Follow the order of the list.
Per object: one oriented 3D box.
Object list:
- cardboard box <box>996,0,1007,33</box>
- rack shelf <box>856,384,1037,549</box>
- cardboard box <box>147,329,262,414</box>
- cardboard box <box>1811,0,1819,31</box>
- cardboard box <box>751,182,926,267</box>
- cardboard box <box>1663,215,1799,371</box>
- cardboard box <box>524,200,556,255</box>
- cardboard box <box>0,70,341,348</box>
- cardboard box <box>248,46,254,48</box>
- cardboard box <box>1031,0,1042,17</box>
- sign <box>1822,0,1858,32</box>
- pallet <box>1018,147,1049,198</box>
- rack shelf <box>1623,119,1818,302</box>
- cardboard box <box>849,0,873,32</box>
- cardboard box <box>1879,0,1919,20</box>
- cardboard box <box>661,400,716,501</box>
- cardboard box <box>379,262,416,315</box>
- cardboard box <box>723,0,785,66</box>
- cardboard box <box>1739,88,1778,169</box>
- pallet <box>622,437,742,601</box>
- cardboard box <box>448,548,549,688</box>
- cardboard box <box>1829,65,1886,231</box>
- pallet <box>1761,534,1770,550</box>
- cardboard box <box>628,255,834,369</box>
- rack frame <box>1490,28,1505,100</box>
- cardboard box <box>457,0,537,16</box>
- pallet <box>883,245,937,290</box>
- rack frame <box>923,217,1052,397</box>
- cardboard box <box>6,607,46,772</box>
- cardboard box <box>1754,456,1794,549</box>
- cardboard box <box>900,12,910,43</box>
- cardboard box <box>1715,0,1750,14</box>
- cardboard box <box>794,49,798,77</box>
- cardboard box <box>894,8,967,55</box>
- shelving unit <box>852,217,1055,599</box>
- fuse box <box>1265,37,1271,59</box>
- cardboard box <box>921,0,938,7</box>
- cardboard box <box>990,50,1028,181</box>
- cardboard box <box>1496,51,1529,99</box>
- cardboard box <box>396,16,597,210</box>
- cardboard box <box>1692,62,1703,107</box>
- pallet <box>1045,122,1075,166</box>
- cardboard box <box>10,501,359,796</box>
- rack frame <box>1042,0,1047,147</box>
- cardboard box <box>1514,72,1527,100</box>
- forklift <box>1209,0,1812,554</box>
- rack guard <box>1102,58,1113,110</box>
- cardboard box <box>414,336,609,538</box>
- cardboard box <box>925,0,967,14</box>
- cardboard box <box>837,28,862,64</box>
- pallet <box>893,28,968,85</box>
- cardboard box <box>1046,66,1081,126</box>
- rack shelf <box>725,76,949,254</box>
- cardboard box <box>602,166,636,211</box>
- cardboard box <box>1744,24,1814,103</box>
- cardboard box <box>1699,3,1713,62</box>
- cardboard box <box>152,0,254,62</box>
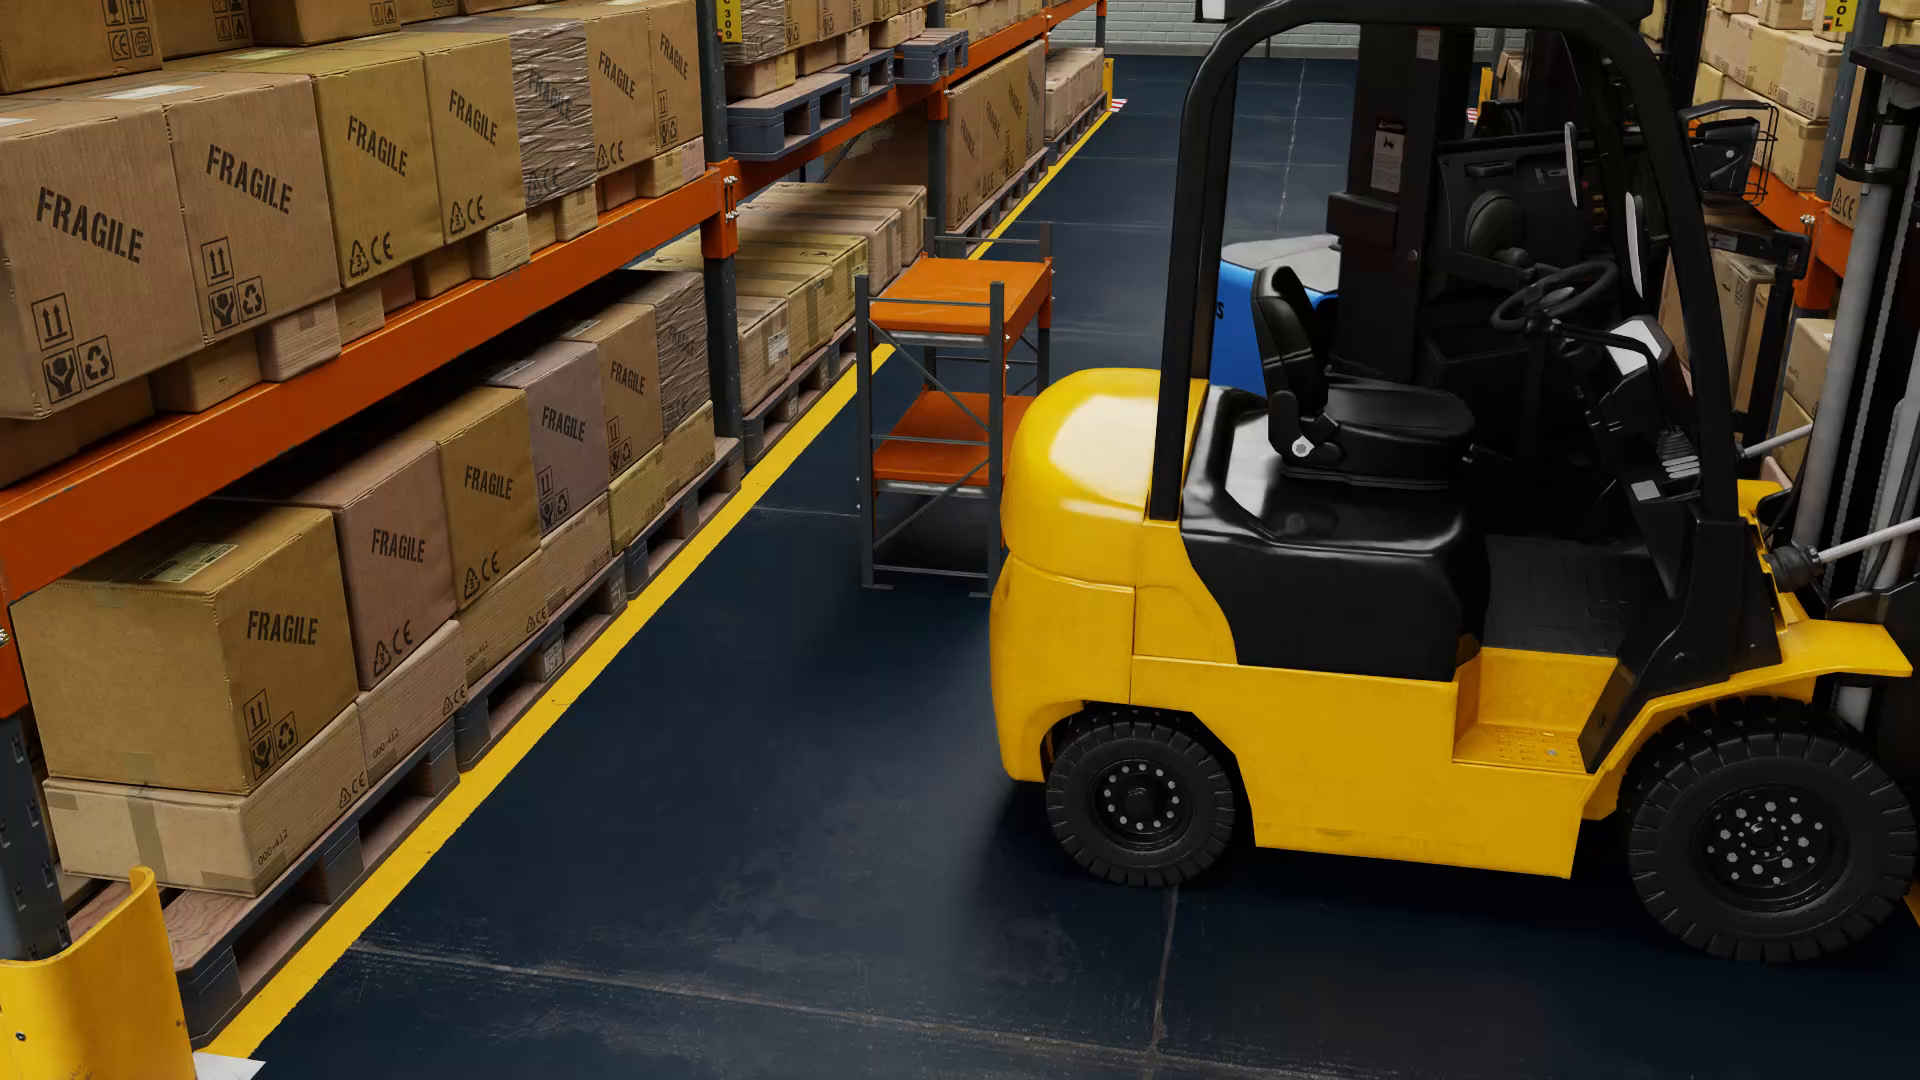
[{"bbox_3d":[0.051,-3.794,11.960,0.500,0.250,0.500,4,22,11],"label":"cardboard box"},{"bbox_3d":[0.001,-0.297,6.241,0.538,0.278,1.000,4,22,11],"label":"rack shelf"},{"bbox_3d":[-1.782,-0.393,3.651,0.380,0.149,0.250,4,22,9],"label":"cardboard box"},{"bbox_3d":[3.440,-1.973,6.236,0.380,0.149,0.250,4,22,11],"label":"cardboard box"},{"bbox_3d":[-0.718,-1.913,10.043,0.950,0.372,0.625,3,22,7],"label":"cardboard box"},{"bbox_3d":[3.864,-1.146,7.801,0.875,0.625,0.625,4,22,9],"label":"cardboard box"},{"bbox_3d":[-1.462,-0.959,5.057,0.380,0.149,0.250,4,22,10],"label":"cardboard box"},{"bbox_3d":[-1.754,-0.743,3.651,0.500,0.500,0.500,5,23,13],"label":"cardboard box"},{"bbox_3d":[-2.050,-1.170,4.712,0.500,0.500,0.500,5,22,12],"label":"cardboard box"},{"bbox_3d":[0.379,-4.353,13.347,0.500,0.250,0.500,4,22,10],"label":"cardboard box"},{"bbox_3d":[2.918,-1.841,5.466,0.100,0.325,0.005,4,22,11],"label":"sign"},{"bbox_3d":[0.140,-3.024,13.580,1.003,0.211,1.213,4,22,11],"label":"pallet"},{"bbox_3d":[3.859,-1.701,7.524,1.077,0.370,4.000,4,22,11],"label":"rack shelf"},{"bbox_3d":[-0.722,-2.760,8.098,0.500,0.500,0.500,4,22,9],"label":"cardboard box"},{"bbox_3d":[3.096,-1.694,5.145,0.380,0.149,0.250,5,22,12],"label":"cardboard box"},{"bbox_3d":[-1.266,-0.362,6.357,0.500,0.250,0.500,5,23,13],"label":"cardboard box"},{"bbox_3d":[-1.670,-0.681,4.365,0.380,0.149,0.250,5,23,13],"label":"cardboard box"},{"bbox_3d":[-1.032,-2.209,6.728,0.500,0.500,0.500,5,22,12],"label":"cardboard box"},{"bbox_3d":[3.395,-1.622,6.566,0.500,0.250,0.500,4,22,11],"label":"cardboard box"},{"bbox_3d":[-1.511,-0.138,6.414,1.003,0.211,1.213,4,22,11],"label":"pallet"},{"bbox_3d":[-1.579,0.203,4.952,0.500,0.250,0.500,6,23,15],"label":"cardboard box"},{"bbox_3d":[3.105,-1.207,5.201,0.500,0.500,0.500,4,22,9],"label":"cardboard box"},{"bbox_3d":[3.248,0.278,5.380,1.003,0.211,1.213,4,22,11],"label":"pallet"},{"bbox_3d":[-1.161,-1.111,8.052,0.950,0.372,0.625,6,23,14],"label":"cardboard box"},{"bbox_3d":[5.900,-5.691,16.470,1.000,3.000,0.127,4,22,11],"label":"rack frame"},{"bbox_3d":[-1.837,-1.998,5.430,0.700,0.500,0.500,5,22,11],"label":"cardboard box"},{"bbox_3d":[-0.754,-1.564,9.953,1.003,0.211,1.213,4,22,11],"label":"pallet"},{"bbox_3d":[0.105,-0.710,6.611,0.500,1.125,0.032,4,22,11],"label":"rack frame"},{"bbox_3d":[-2.317,0.203,3.949,0.500,0.500,0.500,5,22,11],"label":"cardboard box"},{"bbox_3d":[3.028,-0.070,5.632,0.500,0.250,0.500,5,22,11],"label":"cardboard box"},{"bbox_3d":[-0.480,-2.793,9.046,0.380,0.149,0.250,3,22,8],"label":"cardboard box"},{"bbox_3d":[3.513,-2.364,7.207,0.380,0.149,0.250,4,22,9],"label":"cardboard box"},{"bbox_3d":[-0.944,-2.136,7.417,0.380,0.149,0.250,6,23,14],"label":"cardboard box"},{"bbox_3d":[-0.247,-3.233,10.566,0.500,0.250,0.500,4,22,10],"label":"cardboard box"},{"bbox_3d":[0.001,-0.524,6.150,0.538,1.125,1.048,4,22,11],"label":"shelving unit"},{"bbox_3d":[4.194,-7.321,22.242,0.539,1.711,0.414,4,22,11],"label":"fuse box"},{"bbox_3d":[-0.413,-3.334,9.524,0.500,0.500,0.500,4,22,9],"label":"cardboard box"},{"bbox_3d":[-0.001,-3.251,12.693,0.875,0.875,0.875,5,22,12],"label":"cardboard box"},{"bbox_3d":[5.682,-4.512,16.321,0.797,0.503,0.637,4,22,9],"label":"cardboard box"},{"bbox_3d":[-1.456,-1.304,5.044,0.500,0.500,0.500,5,22,12],"label":"cardboard box"},{"bbox_3d":[3.732,-2.180,7.952,0.500,0.250,0.500,4,22,9],"label":"cardboard box"},{"bbox_3d":[0.455,-3.584,14.971,1.003,0.211,1.213,4,22,11],"label":"pallet"},{"bbox_3d":[-1.786,0.233,3.874,0.500,0.500,0.500,4,22,9],"label":"cardboard box"},{"bbox_3d":[0.224,-4.606,13.774,1.000,3.000,0.127,4,22,11],"label":"rack frame"},{"bbox_3d":[5.258,-3.821,14.610,0.700,0.500,0.500,4,22,9],"label":"cardboard box"},{"bbox_3d":[1.941,-1.019,4.961,1.130,2.935,3.031,-11,25,-26],"label":"forklift"},{"bbox_3d":[1.045,-4.918,17.895,1.175,0.500,0.348,4,22,11],"label":"rack guard"},{"bbox_3d":[-1.472,-0.337,5.291,0.500,0.500,0.500,6,23,14],"label":"cardboard box"},{"bbox_3d":[-0.247,-3.472,10.490,0.500,0.250,0.500,4,22,11],"label":"cardboard box"},{"bbox_3d":[-0.694,-2.411,8.098,0.380,0.149,0.250,5,23,13],"label":"cardboard box"},{"bbox_3d":[-0.634,-2.785,9.510,1.213,0.211,1.003,4,22,11],"label":"pallet"},{"bbox_3d":[0.639,-4.161,15.537,0.875,0.438,0.875,4,22,9],"label":"cardboard box"},{"bbox_3d":[-1.001,-2.078,8.460,1.077,0.370,4.000,4,22,11],"label":"rack shelf"},{"bbox_3d":[-1.350,-1.241,5.757,0.380,0.149,0.250,5,22,11],"label":"cardboard box"},{"bbox_3d":[3.399,-1.853,6.471,0.500,0.250,0.500,4,22,10],"label":"cardboard box"},{"bbox_3d":[3.710,-2.411,7.857,0.500,0.250,0.500,4,22,10],"label":"cardboard box"},{"bbox_3d":[-2.221,-1.447,4.062,0.700,0.500,0.500,4,22,10],"label":"cardboard box"}]
